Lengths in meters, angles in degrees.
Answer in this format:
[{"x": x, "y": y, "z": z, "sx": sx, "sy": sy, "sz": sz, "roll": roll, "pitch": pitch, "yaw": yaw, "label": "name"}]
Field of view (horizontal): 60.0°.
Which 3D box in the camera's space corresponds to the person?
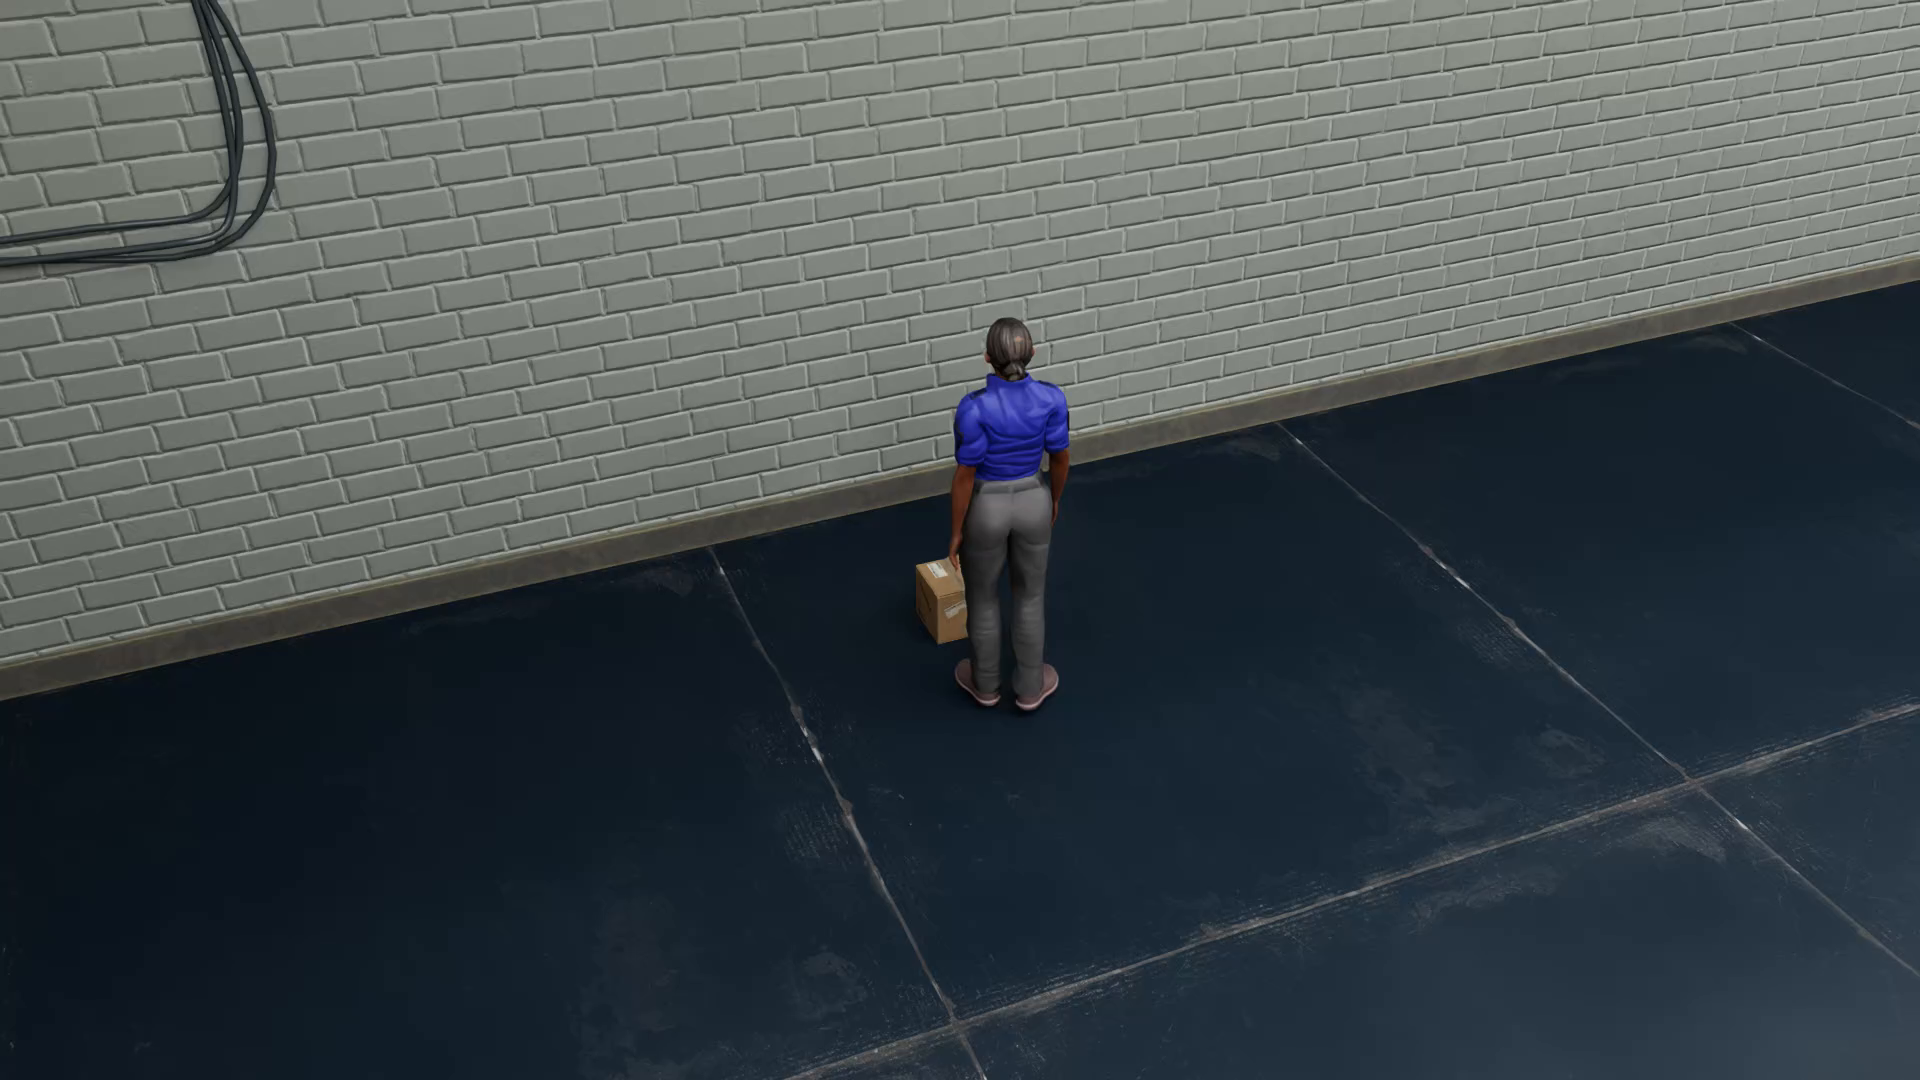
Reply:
[{"x": 0.190, "y": -0.044, "z": 6.277, "sx": 0.449, "sy": 1.554, "sz": 0.370, "roll": -9, "pitch": 35, "yaw": -13, "label": "person"}]
